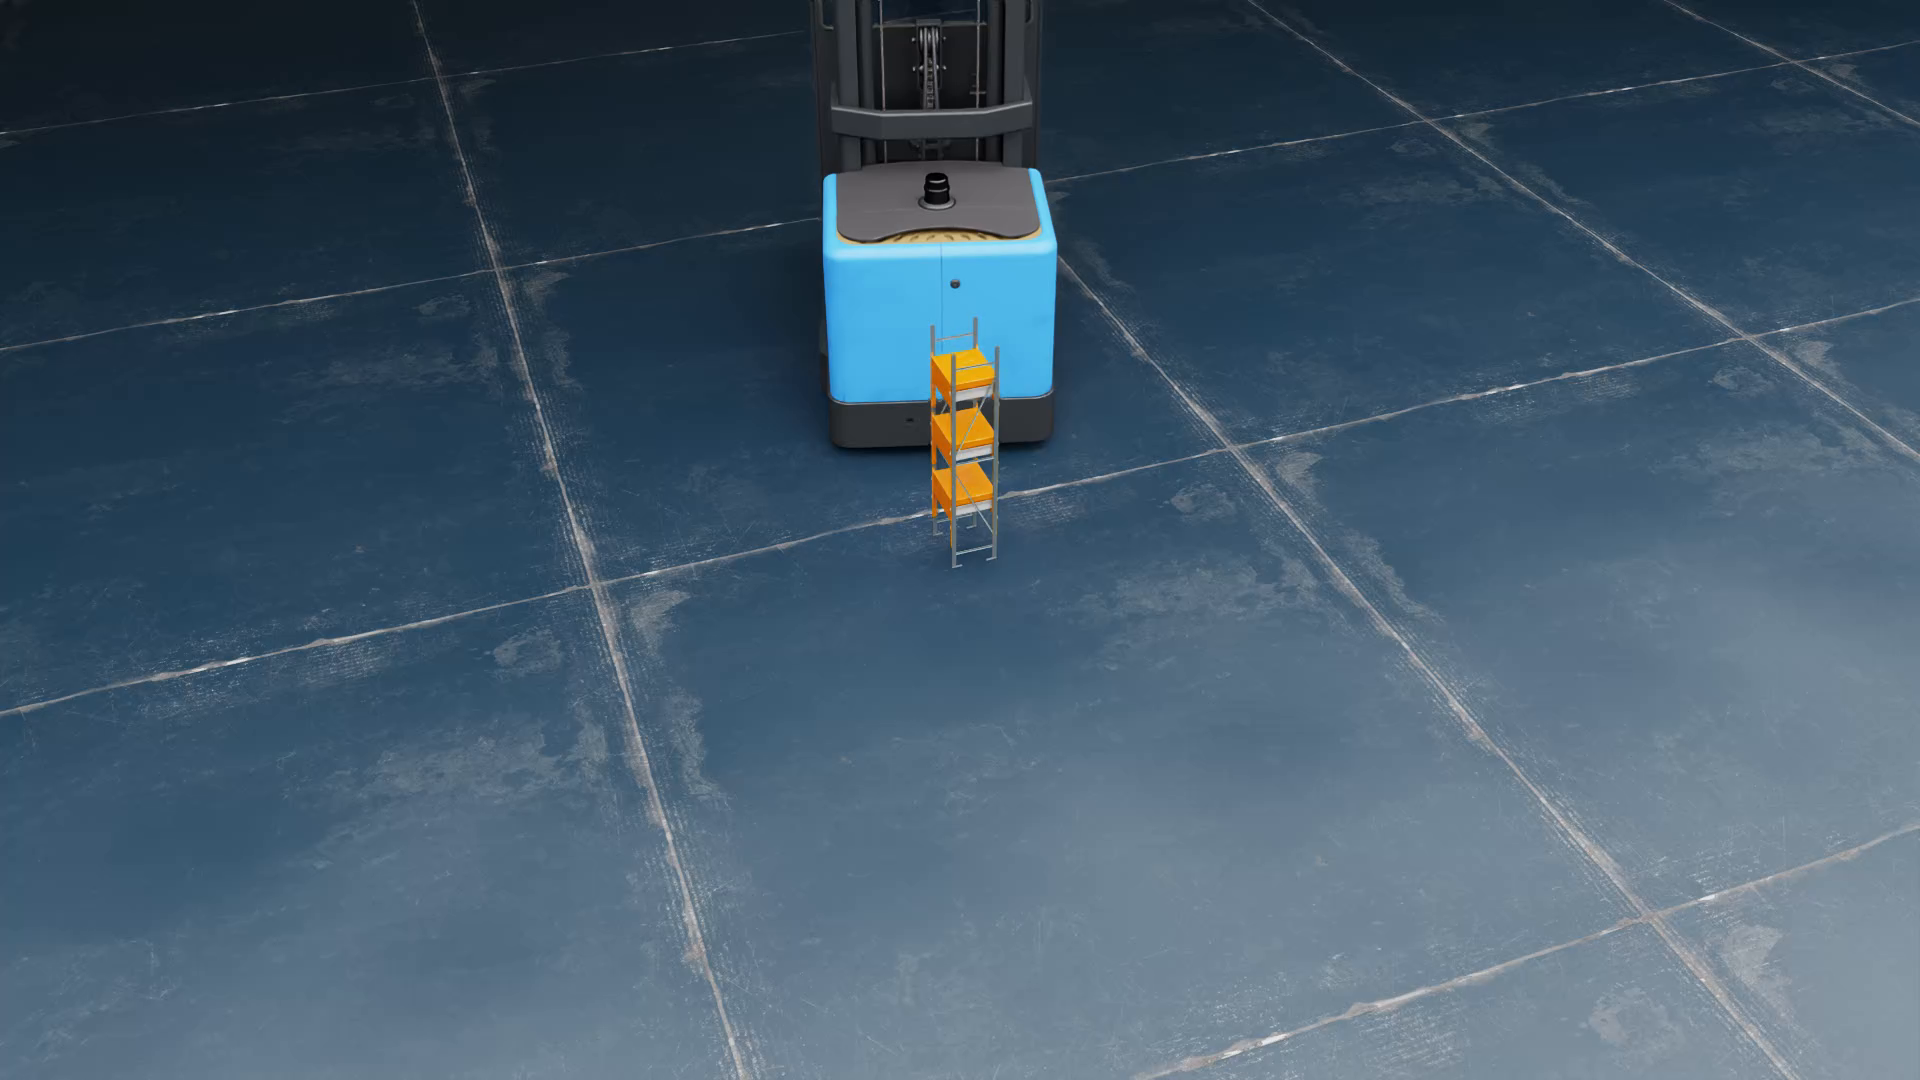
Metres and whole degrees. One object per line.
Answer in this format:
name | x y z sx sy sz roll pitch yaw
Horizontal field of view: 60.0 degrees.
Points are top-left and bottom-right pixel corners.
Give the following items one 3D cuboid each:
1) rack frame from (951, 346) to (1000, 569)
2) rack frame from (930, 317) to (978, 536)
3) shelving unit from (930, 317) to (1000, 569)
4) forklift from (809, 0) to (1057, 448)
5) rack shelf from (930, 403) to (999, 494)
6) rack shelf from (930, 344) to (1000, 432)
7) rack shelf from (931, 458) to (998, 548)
rack frame | 0.060 -0.320 6.803 0.200 1.050 0.008 -12 39 -16
rack frame | -0.024 -0.458 6.985 0.200 1.050 0.008 -12 39 -16
shelving unit | 0.018 -0.389 6.894 0.215 1.050 0.252 -12 39 -16
forklift | -0.174 -2.463 8.084 1.130 2.935 3.031 -2 37 -3
rack shelf | 0.018 -0.381 6.900 0.215 0.259 0.240 -12 39 -16
rack shelf | 0.018 -0.607 6.730 0.215 0.259 0.240 -12 39 -16
rack shelf | 0.018 -0.159 7.068 0.215 0.259 0.240 -12 39 -16
